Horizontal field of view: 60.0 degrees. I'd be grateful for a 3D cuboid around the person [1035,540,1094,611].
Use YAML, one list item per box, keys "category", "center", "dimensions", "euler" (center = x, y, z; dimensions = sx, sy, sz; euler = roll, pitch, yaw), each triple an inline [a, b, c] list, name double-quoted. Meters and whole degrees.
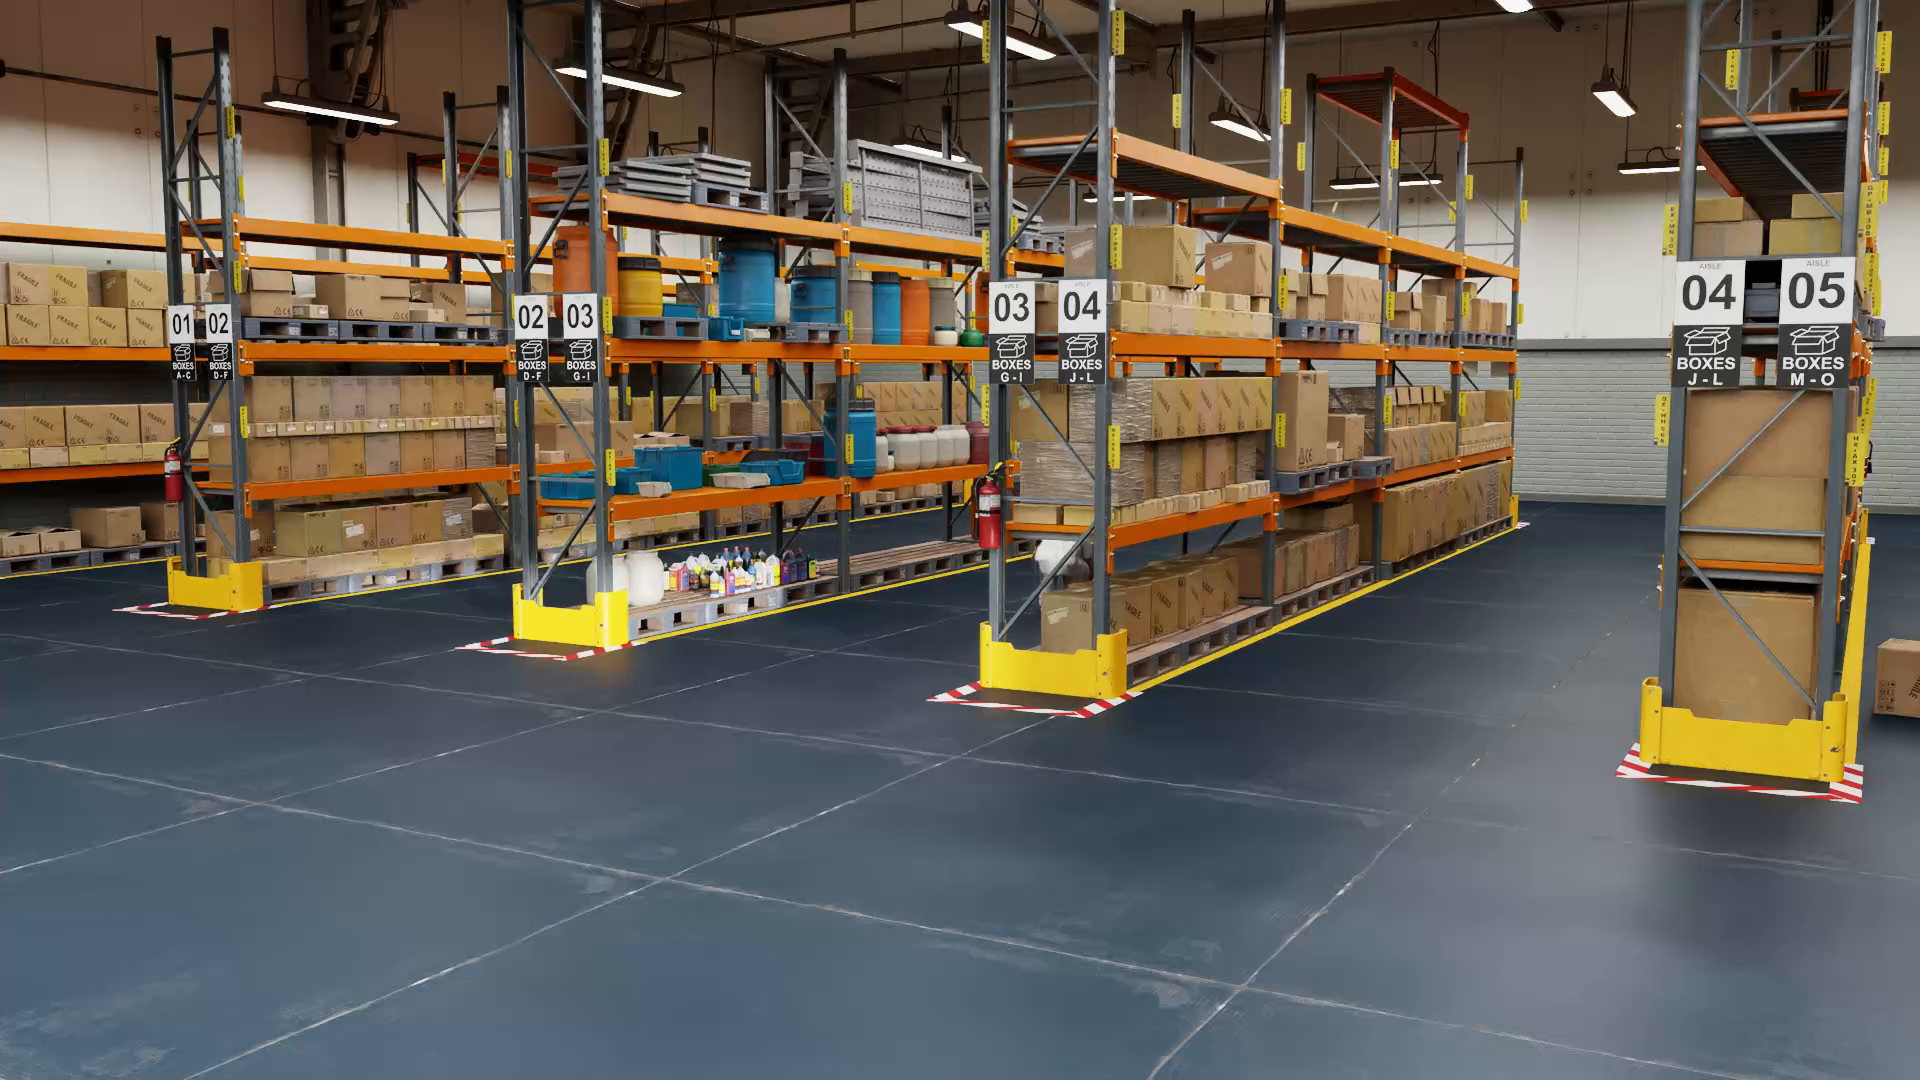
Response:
- category: "person"
  center: [1.086, 0.242, 17.475]
  dimensions: [0.547, 1.004, 0.920]
  euler: [3, 7, 27]
